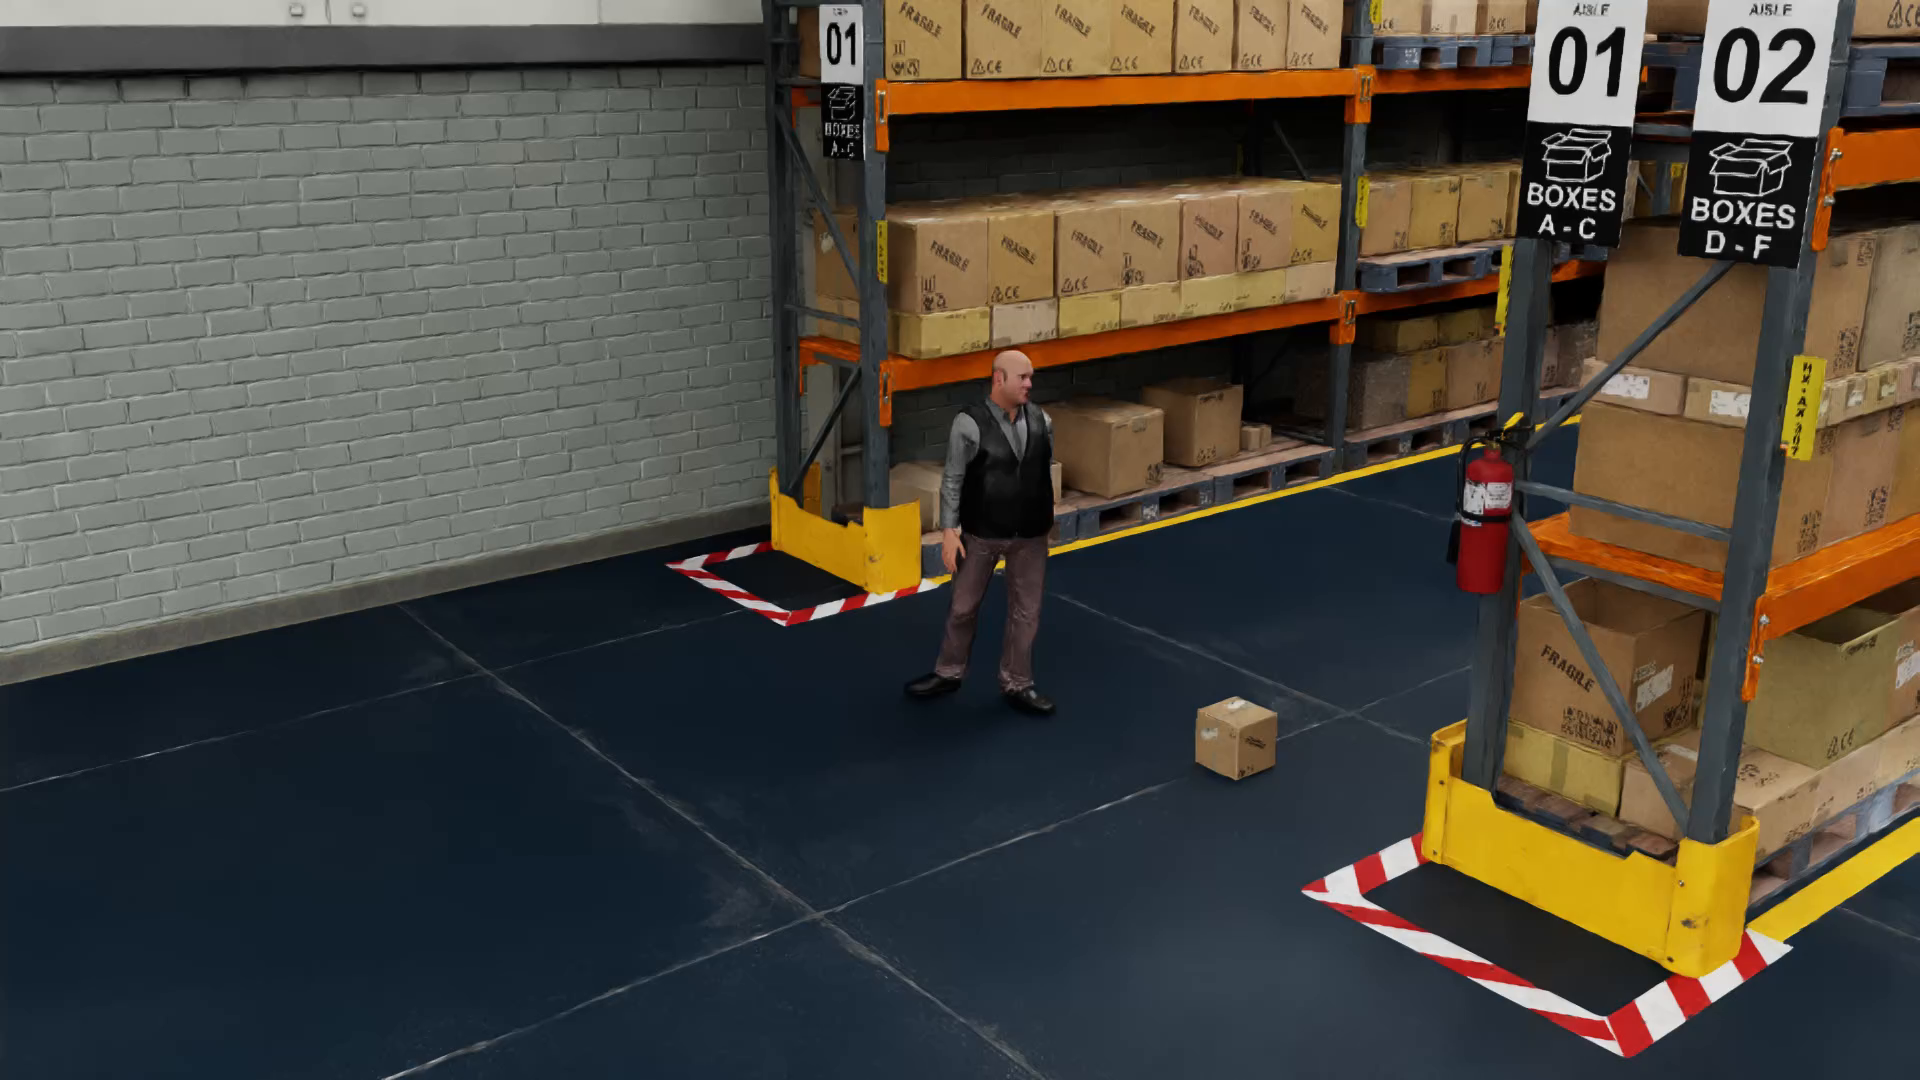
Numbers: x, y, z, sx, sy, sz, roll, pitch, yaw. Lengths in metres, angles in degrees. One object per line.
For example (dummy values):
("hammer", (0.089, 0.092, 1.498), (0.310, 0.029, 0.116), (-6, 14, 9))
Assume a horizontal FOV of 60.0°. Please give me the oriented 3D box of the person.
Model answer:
("person", (0.103, -0.029, 7.692), (0.692, 1.725, 0.470), (-5, 18, -15))
